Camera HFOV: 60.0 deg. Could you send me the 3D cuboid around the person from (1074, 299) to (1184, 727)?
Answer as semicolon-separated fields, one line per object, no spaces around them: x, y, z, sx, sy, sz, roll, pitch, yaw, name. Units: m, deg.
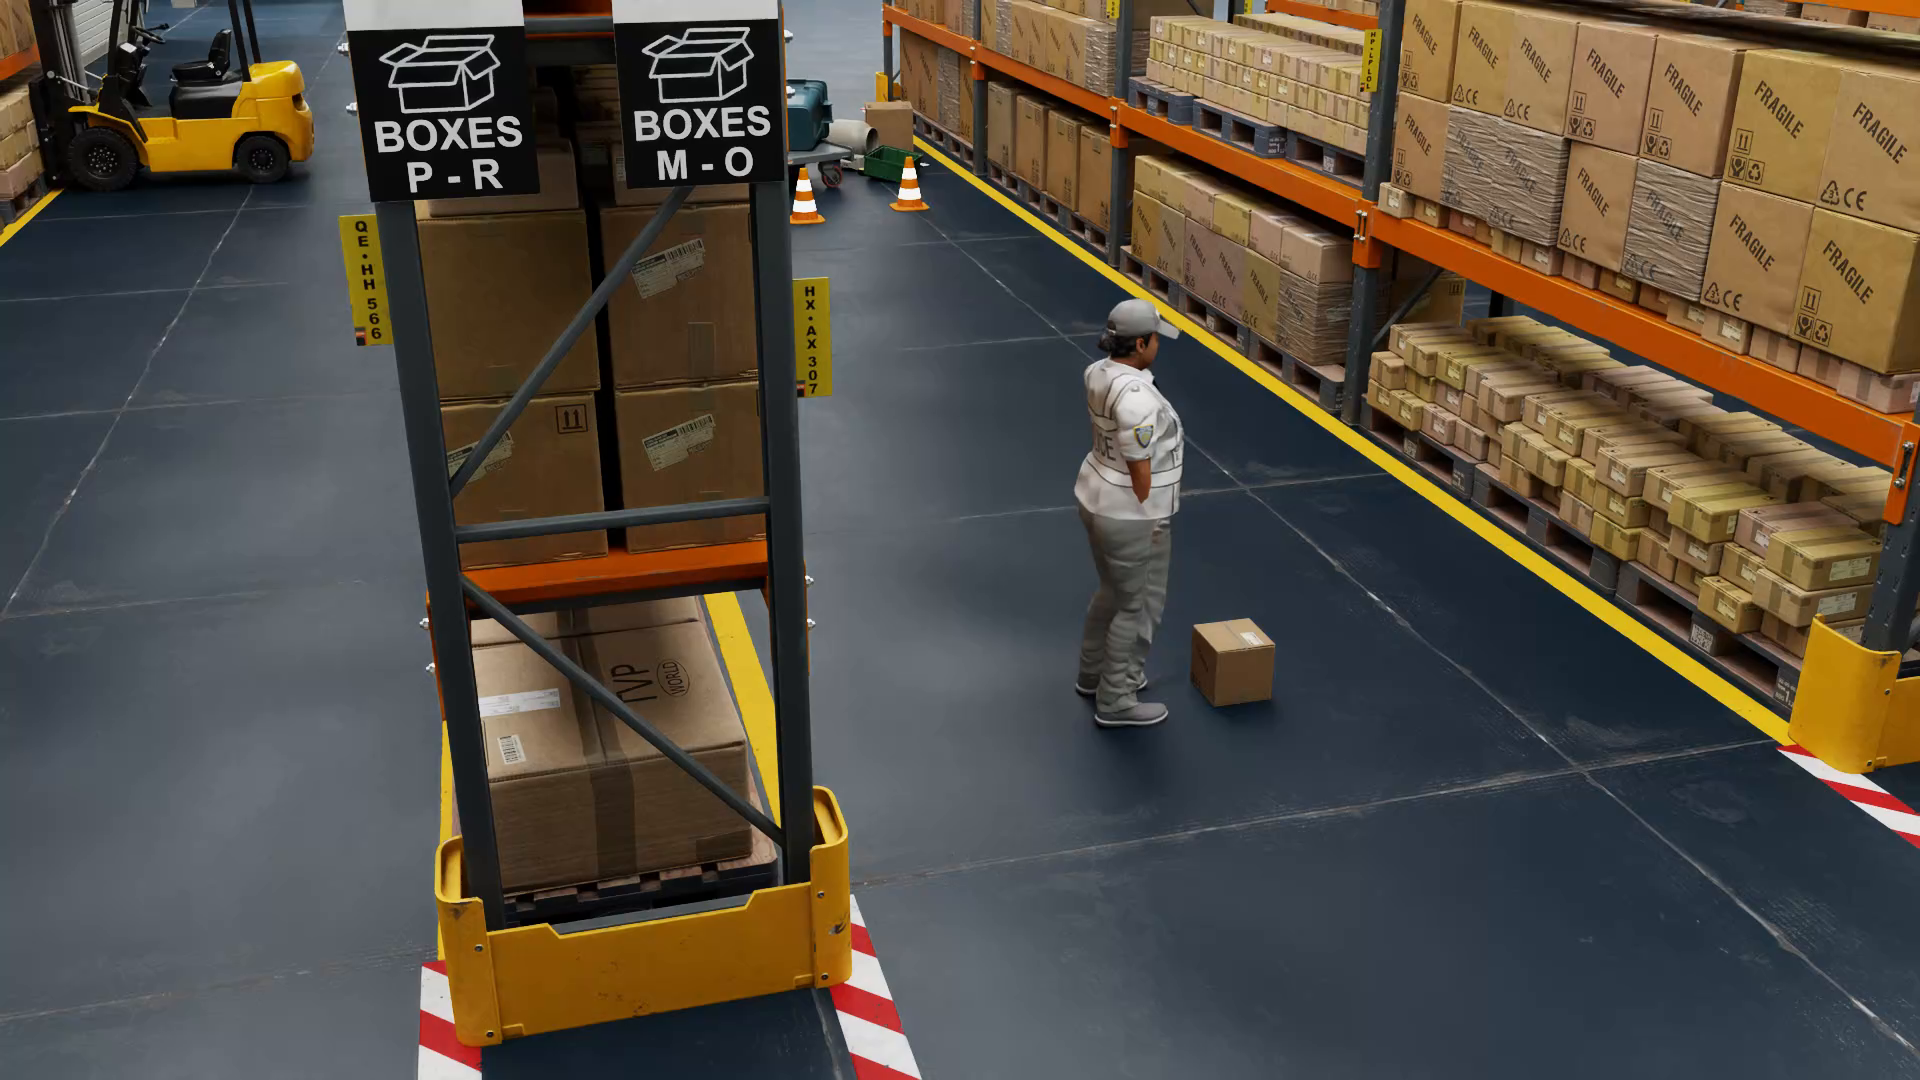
0.648;-0.110;6.364;0.383;1.659;0.469;-6;24;-13;person
